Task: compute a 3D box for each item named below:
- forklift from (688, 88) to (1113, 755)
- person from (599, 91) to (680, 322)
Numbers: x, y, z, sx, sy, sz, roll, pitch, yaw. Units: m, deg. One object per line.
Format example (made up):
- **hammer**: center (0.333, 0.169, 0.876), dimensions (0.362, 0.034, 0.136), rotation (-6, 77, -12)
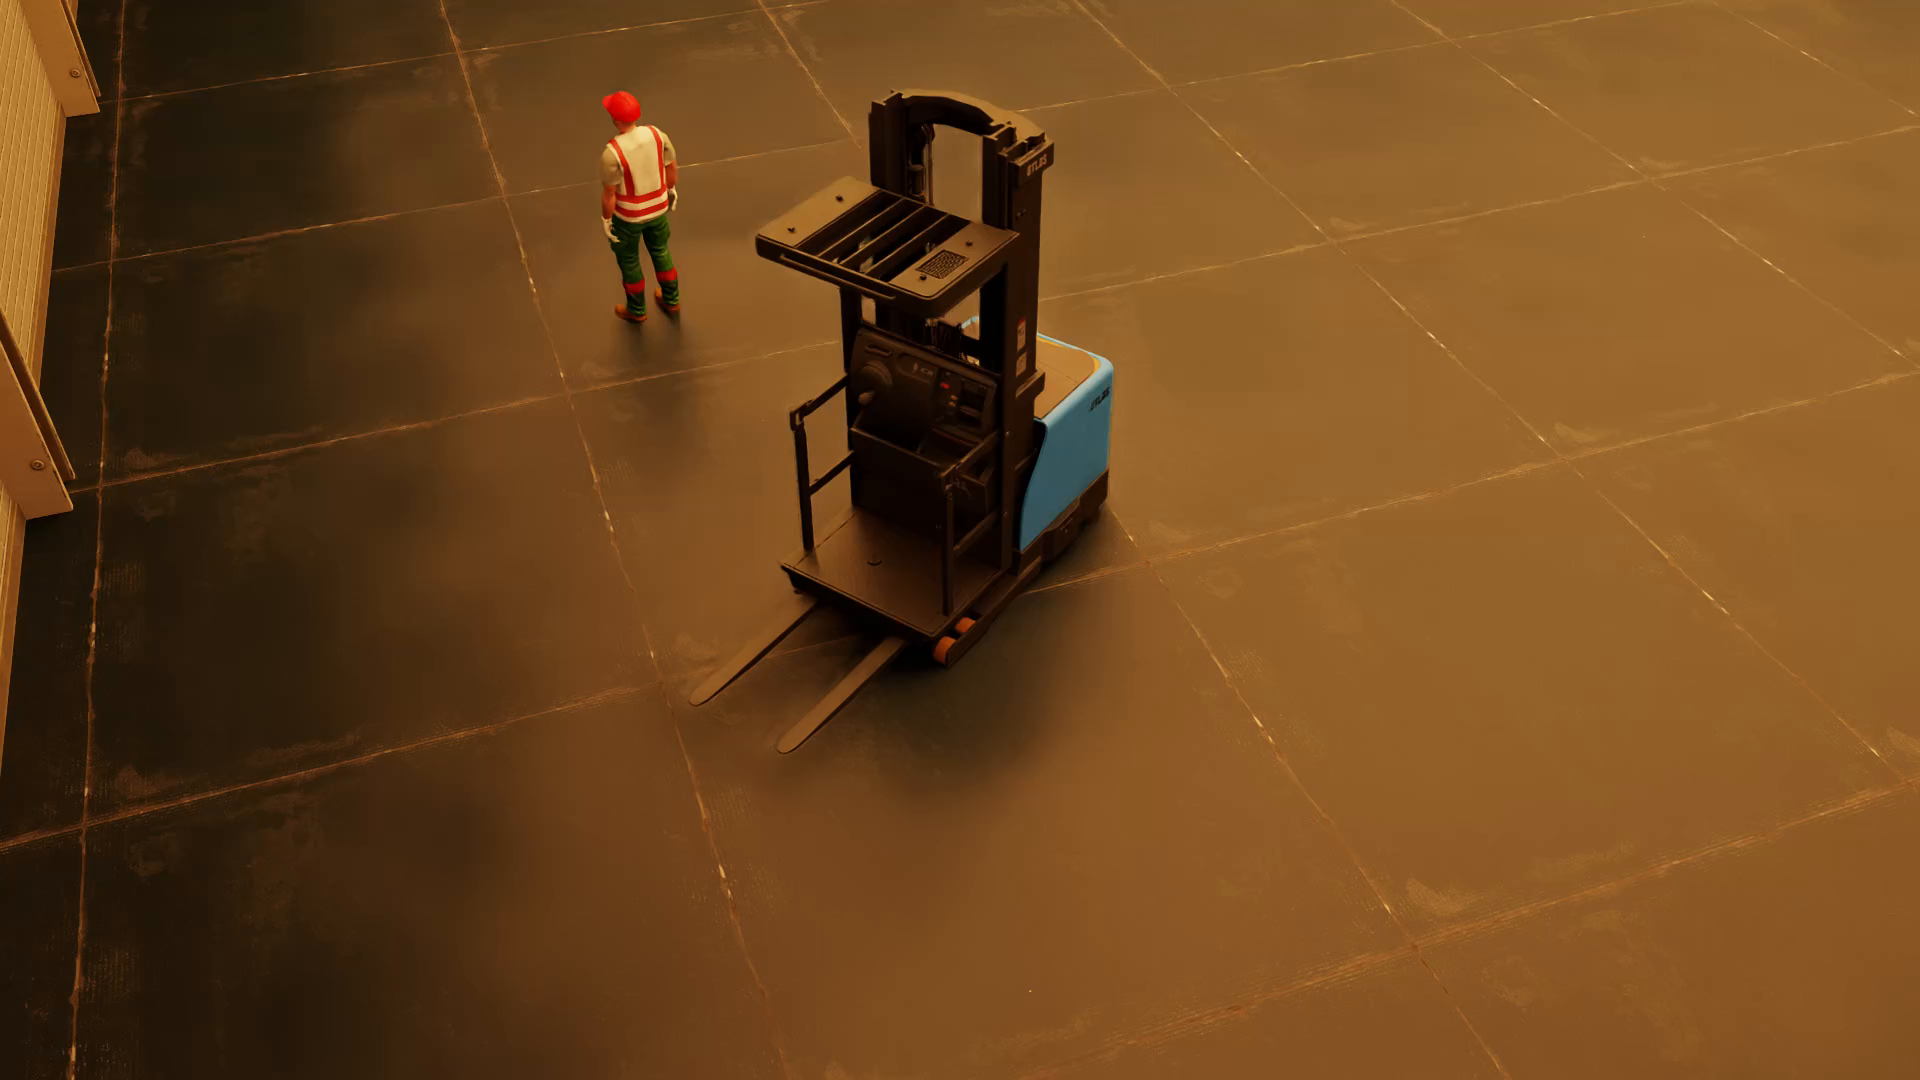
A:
- **forklift**: center (-0.323, -0.764, 8.906), dimensions (1.130, 2.935, 3.031), rotation (24, 46, 26)
- **person**: center (-2.270, -2.341, 11.684), dimensions (0.633, 1.803, 0.482), rotation (-28, 47, -29)
